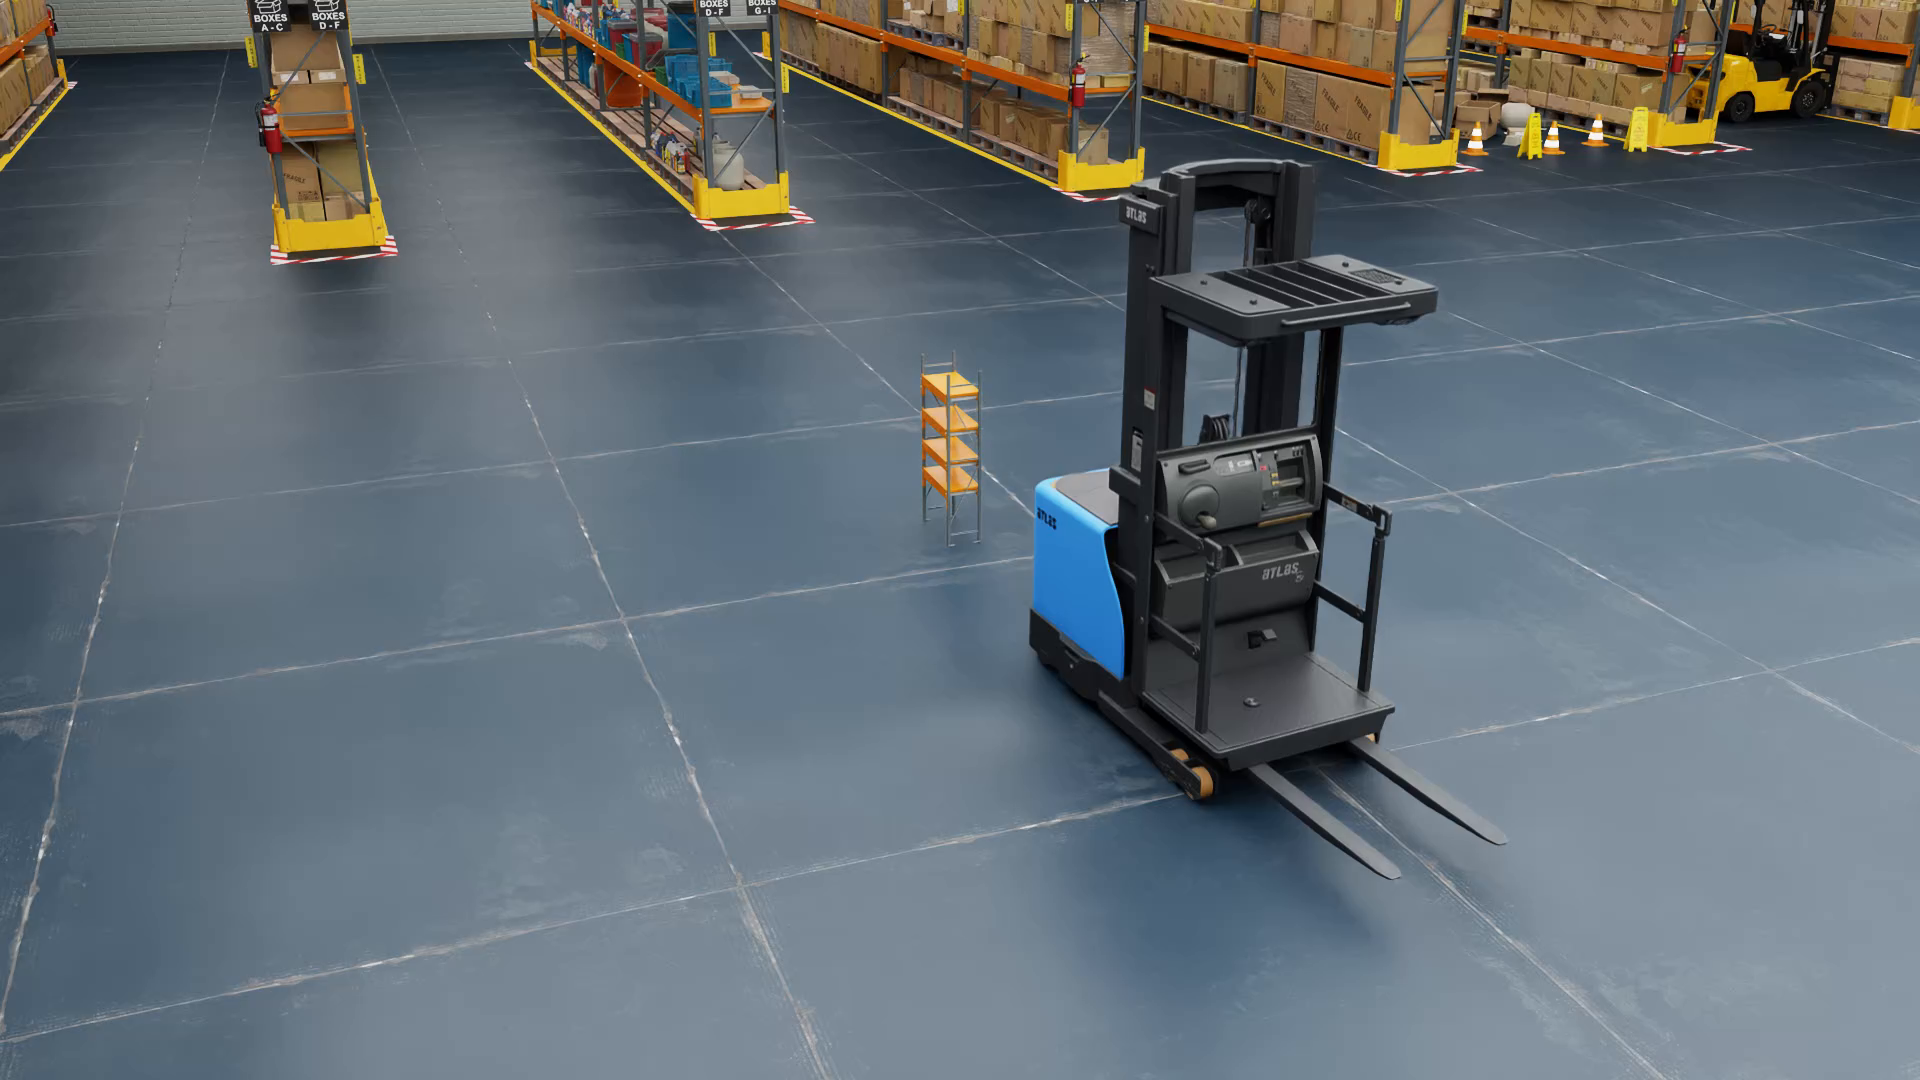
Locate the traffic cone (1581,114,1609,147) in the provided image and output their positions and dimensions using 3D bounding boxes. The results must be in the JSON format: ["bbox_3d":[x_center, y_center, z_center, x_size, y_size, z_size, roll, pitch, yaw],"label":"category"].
[{"bbox_3d":[9.859,-6.351,25.723,0.336,0.463,0.334,-8,24,-19],"label":"traffic cone"}]

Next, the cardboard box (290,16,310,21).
[{"bbox_3d":[-7.684,-5.848,19.464,0.700,0.500,0.500,-9,24,-20],"label":"cardboard box"}]

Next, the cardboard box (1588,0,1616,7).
[{"bbox_3d":[10.385,-8.696,26.222,0.700,0.500,0.500,-9,24,-20],"label":"cardboard box"}]

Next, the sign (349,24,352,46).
[{"bbox_3d":[-8.216,-6.789,22.278,0.100,0.325,0.005,-8,24,-19],"label":"sign"}]

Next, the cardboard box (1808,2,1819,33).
[{"bbox_3d":[14.897,-8.969,28.539,0.500,0.500,0.500,-8,24,-19],"label":"cardboard box"}]

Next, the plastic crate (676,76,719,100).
[{"bbox_3d":[-3.367,-5.811,21.365,0.499,0.251,0.408,-8,24,-19],"label":"plastic crate"}]

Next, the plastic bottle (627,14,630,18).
[{"bbox_3d":[-5.729,-8.982,28.849,0.061,0.283,0.133,-8,24,-19],"label":"plastic bottle"}]

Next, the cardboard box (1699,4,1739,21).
[{"bbox_3d":[14.025,-9.755,30.725,0.500,0.250,0.500,-8,24,-18],"label":"cardboard box"}]

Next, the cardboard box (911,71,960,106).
[{"bbox_3d":[-0.416,-7.698,28.305,0.700,0.500,0.500,-10,25,-23],"label":"cardboard box"}]

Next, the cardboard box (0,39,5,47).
[{"bbox_3d":[-15.477,-7.937,26.518,0.380,0.149,0.250,-8,24,-19],"label":"cardboard box"}]

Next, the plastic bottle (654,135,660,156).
[{"bbox_3d":[-4.257,-5.613,23.645,0.152,0.276,0.135,-7,24,-17],"label":"plastic bottle"}]

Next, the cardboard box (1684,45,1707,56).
[{"bbox_3d":[11.292,-7.577,25.688,0.380,0.149,0.250,-8,24,-19],"label":"cardboard box"}]

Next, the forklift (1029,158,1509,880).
[{"bbox_3d":[1.502,-0.262,8.097,1.130,2.935,3.031,-11,25,-24],"label":"forklift"}]

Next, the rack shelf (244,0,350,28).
[{"bbox_3d":[-8.028,-6.601,20.113,1.077,0.370,4.000,-8,24,-19],"label":"rack shelf"}]

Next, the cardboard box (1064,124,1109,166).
[{"bbox_3d":[1.742,-5.452,23.001,0.500,0.500,0.500,-4,23,-9],"label":"cardboard box"}]

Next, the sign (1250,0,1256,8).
[{"bbox_3d":[4.706,-8.697,26.634,0.100,0.325,0.005,-8,24,-19],"label":"sign"}]

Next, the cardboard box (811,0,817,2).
[{"bbox_3d":[-2.694,-10.734,32.665,0.500,0.250,0.500,-9,24,-20],"label":"cardboard box"}]

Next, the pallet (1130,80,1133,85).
[{"bbox_3d":[3.522,-8.731,31.693,1.003,0.211,1.213,-8,24,-19],"label":"pallet"}]

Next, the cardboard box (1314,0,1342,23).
[{"bbox_3d":[5.868,-8.116,25.060,0.875,0.550,0.500,-8,24,-19],"label":"cardboard box"}]

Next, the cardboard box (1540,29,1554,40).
[{"bbox_3d":[9.931,-8.448,27.756,0.380,0.149,0.250,-8,24,-17],"label":"cardboard box"}]

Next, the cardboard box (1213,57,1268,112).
[{"bbox_3d":[4.906,-7.648,27.890,1.050,0.750,0.750,-8,24,-19],"label":"cardboard box"}]

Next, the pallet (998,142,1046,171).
[{"bbox_3d":[1.239,-5.666,24.422,1.003,0.211,1.213,-8,24,-19],"label":"pallet"}]

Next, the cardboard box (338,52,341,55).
[{"bbox_3d":[-7.801,-5.899,20.420,0.380,0.149,0.250,-8,24,-18],"label":"cardboard box"}]

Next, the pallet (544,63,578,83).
[{"bbox_3d":[-7.657,-9.283,33.002,1.003,0.211,1.213,-8,24,-19],"label":"pallet"}]

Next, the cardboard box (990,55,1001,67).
[{"bbox_3d":[0.666,-7.034,24.399,0.380,0.149,0.250,-8,24,-19],"label":"cardboard box"}]

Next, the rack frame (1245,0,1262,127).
[{"bbox_3d":[5.210,-8.278,27.029,1.000,3.000,0.127,-8,24,-19],"label":"rack frame"}]

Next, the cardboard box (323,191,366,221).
[{"bbox_3d":[-7.303,-3.975,19.819,0.500,0.250,0.500,-8,24,-19],"label":"cardboard box"}]

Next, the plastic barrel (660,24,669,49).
[{"bbox_3d":[-4.232,-7.395,24.759,0.433,0.535,0.433,0,23,0],"label":"plastic barrel"}]

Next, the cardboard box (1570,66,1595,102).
[{"bbox_3d":[10.332,-7.442,27.078,0.500,0.500,0.500,-9,24,-20],"label":"cardboard box"}]

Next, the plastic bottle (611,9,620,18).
[{"bbox_3d":[-6.001,-9.080,28.994,0.144,0.351,0.185,-8,24,-19],"label":"plastic bottle"}]

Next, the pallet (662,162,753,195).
[{"bbox_3d":[-3.467,-4.976,22.785,1.003,0.211,1.213,-8,24,-19],"label":"pallet"}]

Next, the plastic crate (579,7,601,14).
[{"bbox_3d":[-6.956,-9.957,31.273,0.396,0.136,0.243,-8,24,-19],"label":"plastic crate"}]

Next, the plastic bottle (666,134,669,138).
[{"bbox_3d":[-4.158,-5.631,23.679,0.061,0.283,0.133,-8,24,-19],"label":"plastic bottle"}]

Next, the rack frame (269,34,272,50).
[{"bbox_3d":[-10.148,-7.730,25.728,1.000,3.000,0.127,-8,24,-19],"label":"rack frame"}]

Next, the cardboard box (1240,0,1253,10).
[{"bbox_3d":[5.029,-8.965,27.241,0.700,0.500,0.500,-9,24,-20],"label":"cardboard box"}]

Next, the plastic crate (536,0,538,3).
[{"bbox_3d":[-8.327,-10.892,33.367,0.416,0.233,0.300,-8,24,-19],"label":"plastic crate"}]

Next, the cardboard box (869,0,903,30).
[{"bbox_3d":[-1.285,-9.279,29.275,0.500,0.500,0.500,-8,24,-17],"label":"cardboard box"}]

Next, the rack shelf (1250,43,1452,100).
[{"bbox_3d":[5.916,-7.220,25.445,1.077,0.370,4.000,-8,24,-19],"label":"rack shelf"}]

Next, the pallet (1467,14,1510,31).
[{"bbox_3d":[9.671,-9.203,29.471,1.003,0.211,1.213,-8,24,-19],"label":"pallet"}]

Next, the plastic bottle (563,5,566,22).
[{"bbox_3d":[-7.195,-9.616,30.353,0.061,0.283,0.133,-8,24,-19],"label":"plastic bottle"}]

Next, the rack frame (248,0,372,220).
[{"bbox_3d":[-7.322,-4.823,18.832,1.000,3.000,0.127,-8,24,-19],"label":"rack frame"}]

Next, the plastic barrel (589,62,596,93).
[{"bbox_3d":[-6.383,-8.234,29.587,0.421,0.512,0.421,0,23,0],"label":"plastic barrel"}]

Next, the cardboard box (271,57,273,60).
[{"bbox_3d":[-8.094,-5.751,20.069,0.380,0.149,0.250,-8,24,-18],"label":"cardboard box"}]

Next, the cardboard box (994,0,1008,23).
[{"bbox_3d":[0.809,-7.717,23.898,0.500,0.500,0.500,-8,24,-19],"label":"cardboard box"}]

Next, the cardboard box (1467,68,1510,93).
[{"bbox_3d":[9.617,-8.167,29.608,0.950,0.372,0.625,-8,24,-18],"label":"cardboard box"}]

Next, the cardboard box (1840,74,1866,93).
[{"bbox_3d":[15.229,-7.698,28.007,0.500,0.250,0.500,-9,24,-20],"label":"cardboard box"}]

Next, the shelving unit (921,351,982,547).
[{"bbox_3d":[-0.058,-0.613,11.160,0.258,1.200,0.503,-8,24,-19],"label":"shelving unit"}]

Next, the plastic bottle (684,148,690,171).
[{"bbox_3d":[-3.709,-5.170,22.585,0.061,0.283,0.133,-8,24,-19],"label":"plastic bottle"}]

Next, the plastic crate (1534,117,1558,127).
[{"bbox_3d":[9.593,-6.966,27.674,0.402,0.080,0.583,-18,29,-37],"label":"plastic crate"}]

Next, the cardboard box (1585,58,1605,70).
[{"bbox_3d":[10.321,-7.679,26.806,0.380,0.149,0.250,-7,24,-17],"label":"cardboard box"}]

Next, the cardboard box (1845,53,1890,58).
[{"bbox_3d":[15.521,-8.175,28.497,0.500,0.250,0.500,-9,24,-19],"label":"cardboard box"}]

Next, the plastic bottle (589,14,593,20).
[{"bbox_3d":[-6.389,-8.945,28.762,0.061,0.283,0.133,-8,24,-19],"label":"plastic bottle"}]
